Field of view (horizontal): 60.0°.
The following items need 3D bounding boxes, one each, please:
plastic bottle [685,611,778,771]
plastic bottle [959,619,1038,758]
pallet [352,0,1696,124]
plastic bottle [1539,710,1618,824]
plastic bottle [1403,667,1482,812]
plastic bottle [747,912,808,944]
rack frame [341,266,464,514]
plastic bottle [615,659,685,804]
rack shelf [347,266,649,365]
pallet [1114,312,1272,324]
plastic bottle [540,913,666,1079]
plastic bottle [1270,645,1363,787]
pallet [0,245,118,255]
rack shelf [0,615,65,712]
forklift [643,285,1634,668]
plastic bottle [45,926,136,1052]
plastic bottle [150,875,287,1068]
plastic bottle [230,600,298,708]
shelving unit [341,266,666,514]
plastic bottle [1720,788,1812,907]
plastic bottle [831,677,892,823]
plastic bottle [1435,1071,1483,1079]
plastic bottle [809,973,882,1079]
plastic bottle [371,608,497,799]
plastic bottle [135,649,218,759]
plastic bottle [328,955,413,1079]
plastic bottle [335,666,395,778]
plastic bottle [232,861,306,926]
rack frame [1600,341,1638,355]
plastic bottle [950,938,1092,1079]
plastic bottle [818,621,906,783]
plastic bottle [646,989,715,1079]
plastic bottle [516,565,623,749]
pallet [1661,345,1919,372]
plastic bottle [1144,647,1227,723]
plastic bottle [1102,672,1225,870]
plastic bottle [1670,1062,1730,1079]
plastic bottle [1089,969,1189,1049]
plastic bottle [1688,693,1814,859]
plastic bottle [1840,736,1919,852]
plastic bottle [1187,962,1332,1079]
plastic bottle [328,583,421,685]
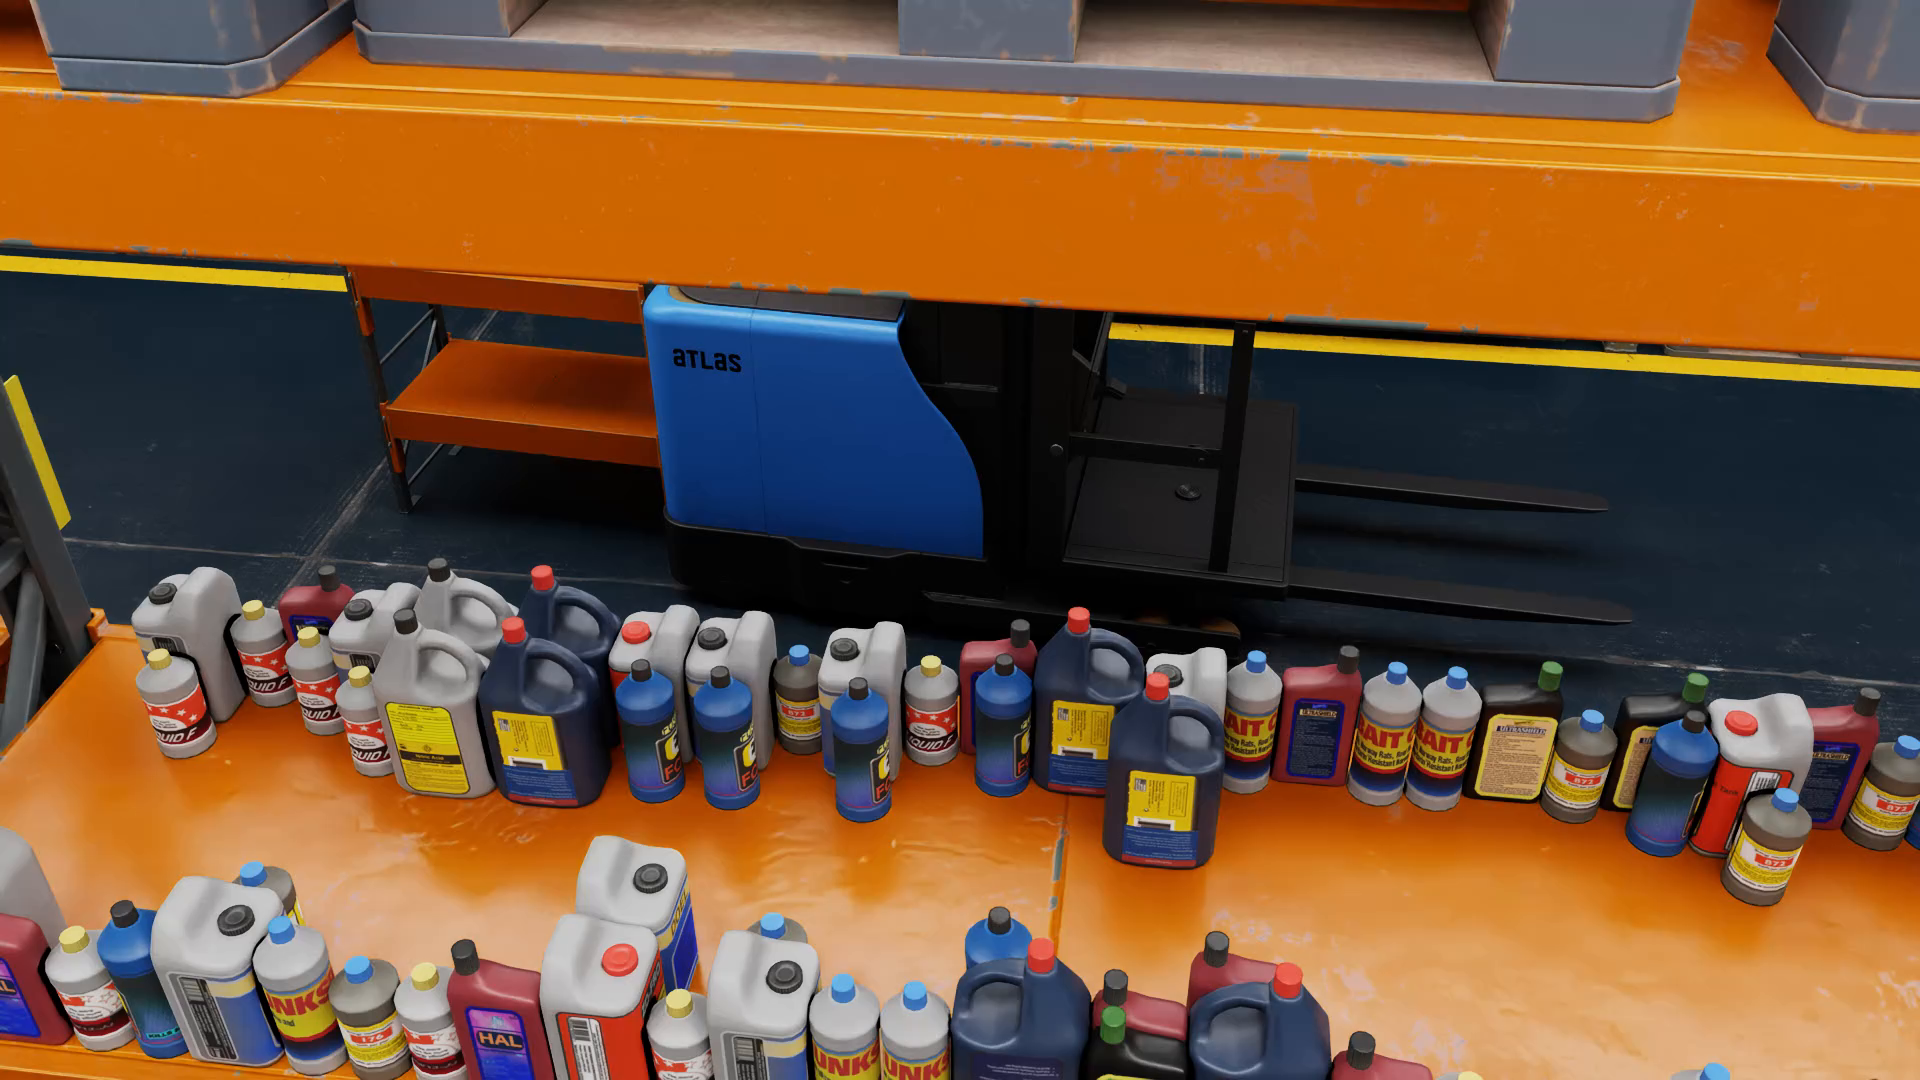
[{"bbox_3d":[-0.399,0.252,2.922,0.135,0.276,0.152,4,36,6],"label":"plastic bottle"},{"bbox_3d":[0.066,0.257,2.908,0.133,0.283,0.061,4,36,6],"label":"plastic bottle"},{"bbox_3d":[0.088,-0.776,1.835,1.213,0.211,1.003,4,36,6],"label":"pallet"},{"bbox_3d":[1.050,0.374,2.814,0.097,0.201,0.097,0,36,0],"label":"plastic bottle"},{"bbox_3d":[0.821,0.329,2.818,0.097,0.271,0.097,0,36,0],"label":"plastic bottle"},{"bbox_3d":[-0.271,0.631,2.454,0.097,0.201,0.097,0,36,0],"label":"plastic bottle"},{"bbox_3d":[-1.918,-0.692,5.752,0.032,1.125,0.500,7,36,9],"label":"rack frame"},{"bbox_3d":[-0.530,0.317,2.834,0.097,0.271,0.097,0,36,0],"label":"plastic bottle"},{"bbox_3d":[-1.419,-0.873,5.501,1.000,0.278,0.538,7,36,9],"label":"rack shelf"},{"bbox_3d":[0.792,-1.332,7.435,1.213,0.211,1.003,4,36,6],"label":"pallet"},{"bbox_3d":[-0.498,0.657,2.354,0.135,0.276,0.152,4,36,6],"label":"plastic bottle"},{"bbox_3d":[0.612,0.298,2.851,0.133,0.283,0.061,4,36,6],"label":"plastic bottle"},{"bbox_3d":[-4.361,-1.716,7.973,1.213,0.211,1.003,4,36,6],"label":"pallet"},{"bbox_3d":[-3.811,0.429,3.186,4.000,0.370,1.077,4,36,6],"label":"rack shelf"},{"bbox_3d":[0.612,-1.123,4.801,3.031,2.935,1.130,6,36,9],"label":"forklift"},{"bbox_3d":[-1.269,0.646,2.434,0.097,0.201,0.097,0,36,0],"label":"plastic bottle"},{"bbox_3d":[-1.053,0.616,2.412,0.135,0.276,0.152,4,36,6],"label":"plastic bottle"},{"bbox_3d":[-1.276,0.201,3.057,0.097,0.201,0.097,0,36,0],"label":"plastic bottle"},{"bbox_3d":[-1.419,-0.635,5.671,1.048,1.125,0.538,7,36,9],"label":"shelving unit"},{"bbox_3d":[1.296,0.482,2.664,0.097,0.201,0.097,0,36,0],"label":"plastic bottle"},{"bbox_3d":[-0.166,0.344,2.796,0.097,0.271,0.097,0,36,0],"label":"plastic bottle"},{"bbox_3d":[0.668,0.790,2.231,0.097,0.201,0.097,0,36,0],"label":"plastic bottle"},{"bbox_3d":[-0.156,0.700,2.297,0.097,0.271,0.097,0,36,0],"label":"plastic bottle"},{"bbox_3d":[-0.892,0.267,2.836,0.185,0.351,0.144,4,36,6],"label":"plastic bottle"},{"bbox_3d":[-1.392,0.281,2.945,0.097,0.201,0.097,0,36,0],"label":"plastic bottle"},{"bbox_3d":[-0.845,0.678,2.390,0.097,0.201,0.097,0,36,0],"label":"plastic bottle"},{"bbox_3d":[-1.030,0.308,2.907,0.097,0.201,0.097,0,36,0],"label":"plastic bottle"},{"bbox_3d":[-1.056,0.573,2.536,0.097,0.201,0.097,0,36,0],"label":"plastic bottle"},{"bbox_3d":[2.771,-2.274,6.354,0.127,3.000,1.000,4,36,6],"label":"rack frame"},{"bbox_3d":[0.083,0.672,2.268,0.185,0.351,0.144,4,36,6],"label":"plastic bottle"},{"bbox_3d":[-0.169,0.269,2.898,0.135,0.276,0.152,4,36,6],"label":"plastic bottle"},{"bbox_3d":[-0.386,0.712,2.342,0.097,0.201,0.097,0,36,0],"label":"plastic bottle"},{"bbox_3d":[-0.690,0.197,2.934,0.185,0.351,0.144,4,36,6],"label":"plastic bottle"},{"bbox_3d":[3.546,-1.080,7.081,1.213,0.211,1.003,4,36,6],"label":"pallet"},{"bbox_3d":[0.377,0.310,2.841,0.135,0.276,0.152,4,36,6],"label":"plastic bottle"},{"bbox_3d":[0.333,0.363,2.702,0.185,0.351,0.144,4,36,6],"label":"plastic bottle"},{"bbox_3d":[0.958,0.784,2.181,0.097,0.271,0.097,0,36,0],"label":"plastic bottle"},{"bbox_3d":[0.243,0.700,2.287,0.133,0.283,0.061,4,36,6],"label":"plastic bottle"},{"bbox_3d":[1.294,0.378,2.745,0.135,0.276,0.152,4,36,6],"label":"plastic bottle"},{"bbox_3d":[1.544,0.411,2.763,0.097,0.201,0.097,0,36,0],"label":"plastic bottle"},{"bbox_3d":[0.399,0.696,2.235,0.185,0.351,0.144,4,36,6],"label":"plastic bottle"},{"bbox_3d":[-1.033,0.205,2.988,0.135,0.276,0.152,4,36,6],"label":"plastic bottle"}]
